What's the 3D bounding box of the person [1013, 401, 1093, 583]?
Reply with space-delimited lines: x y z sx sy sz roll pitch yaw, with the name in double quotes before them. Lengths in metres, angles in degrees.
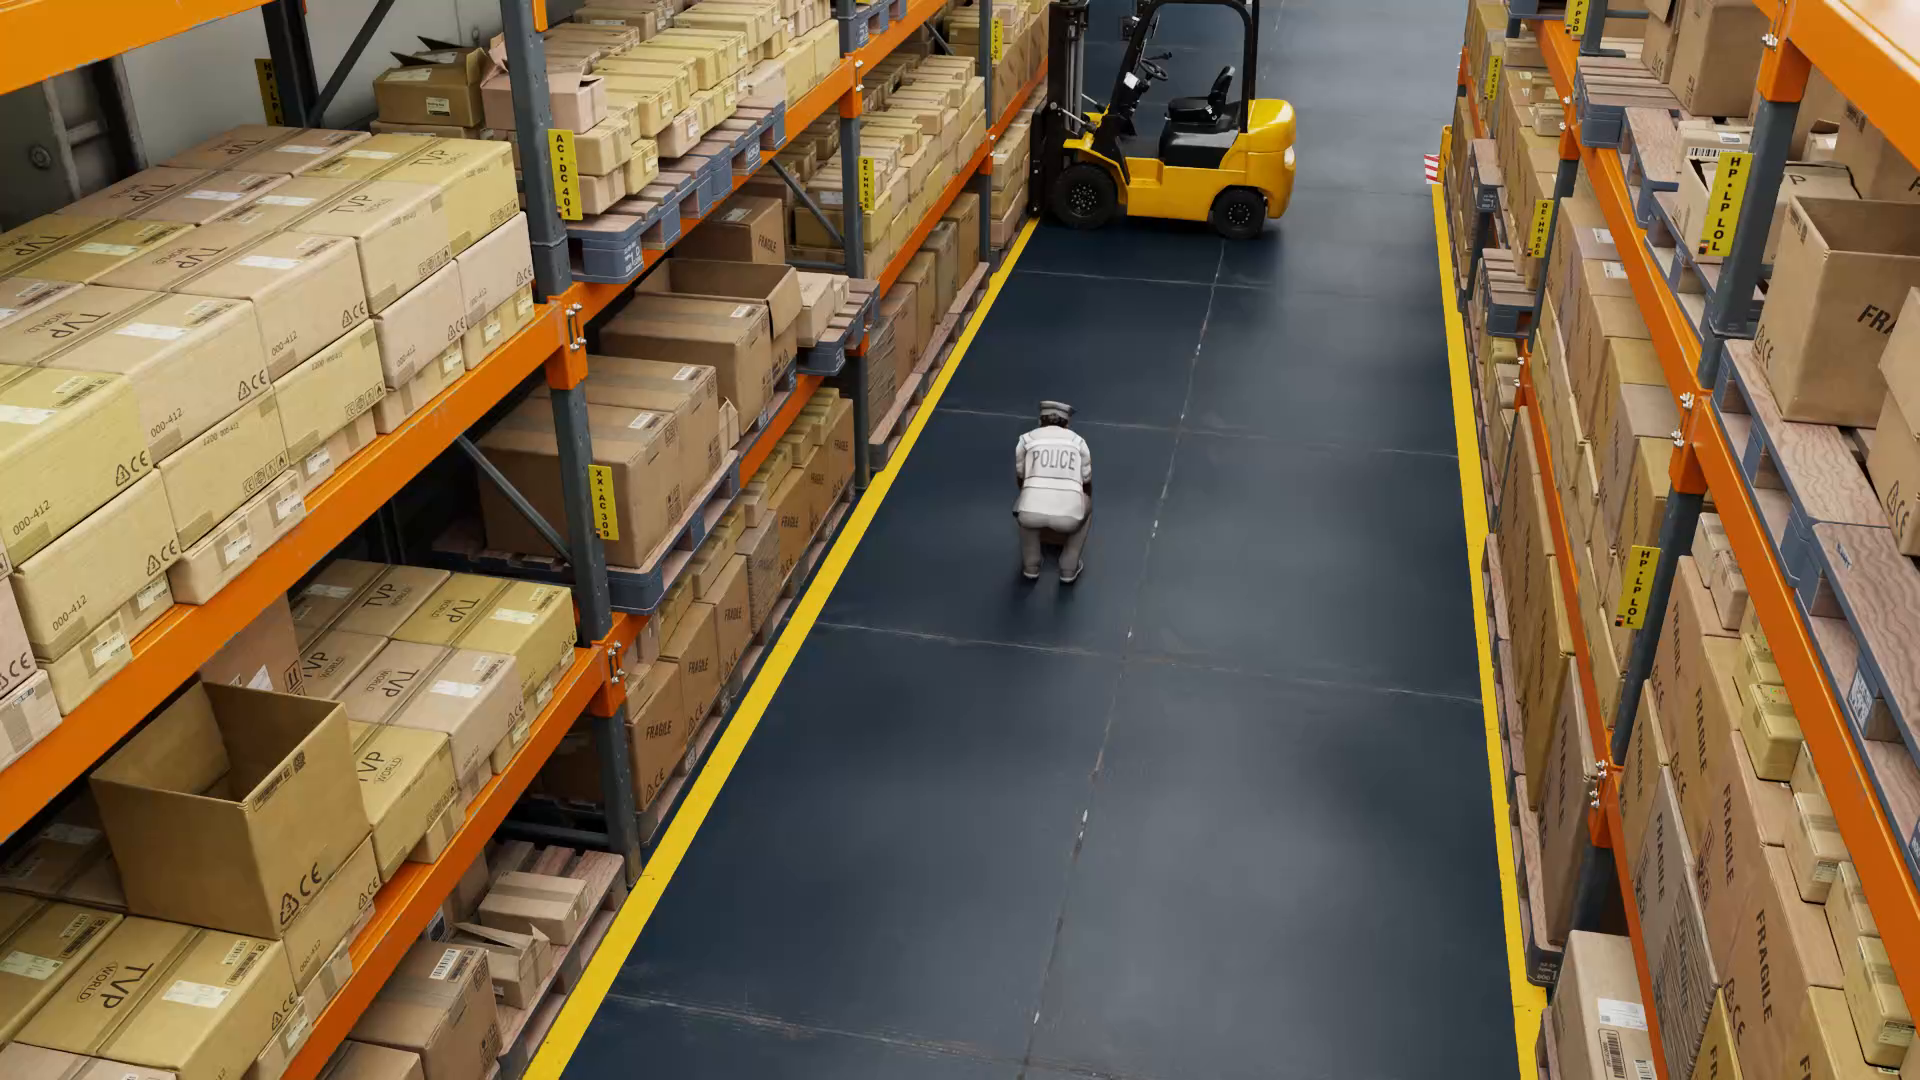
"person" 0.542 -0.273 9.830 0.478 0.967 0.857 6 30 10
